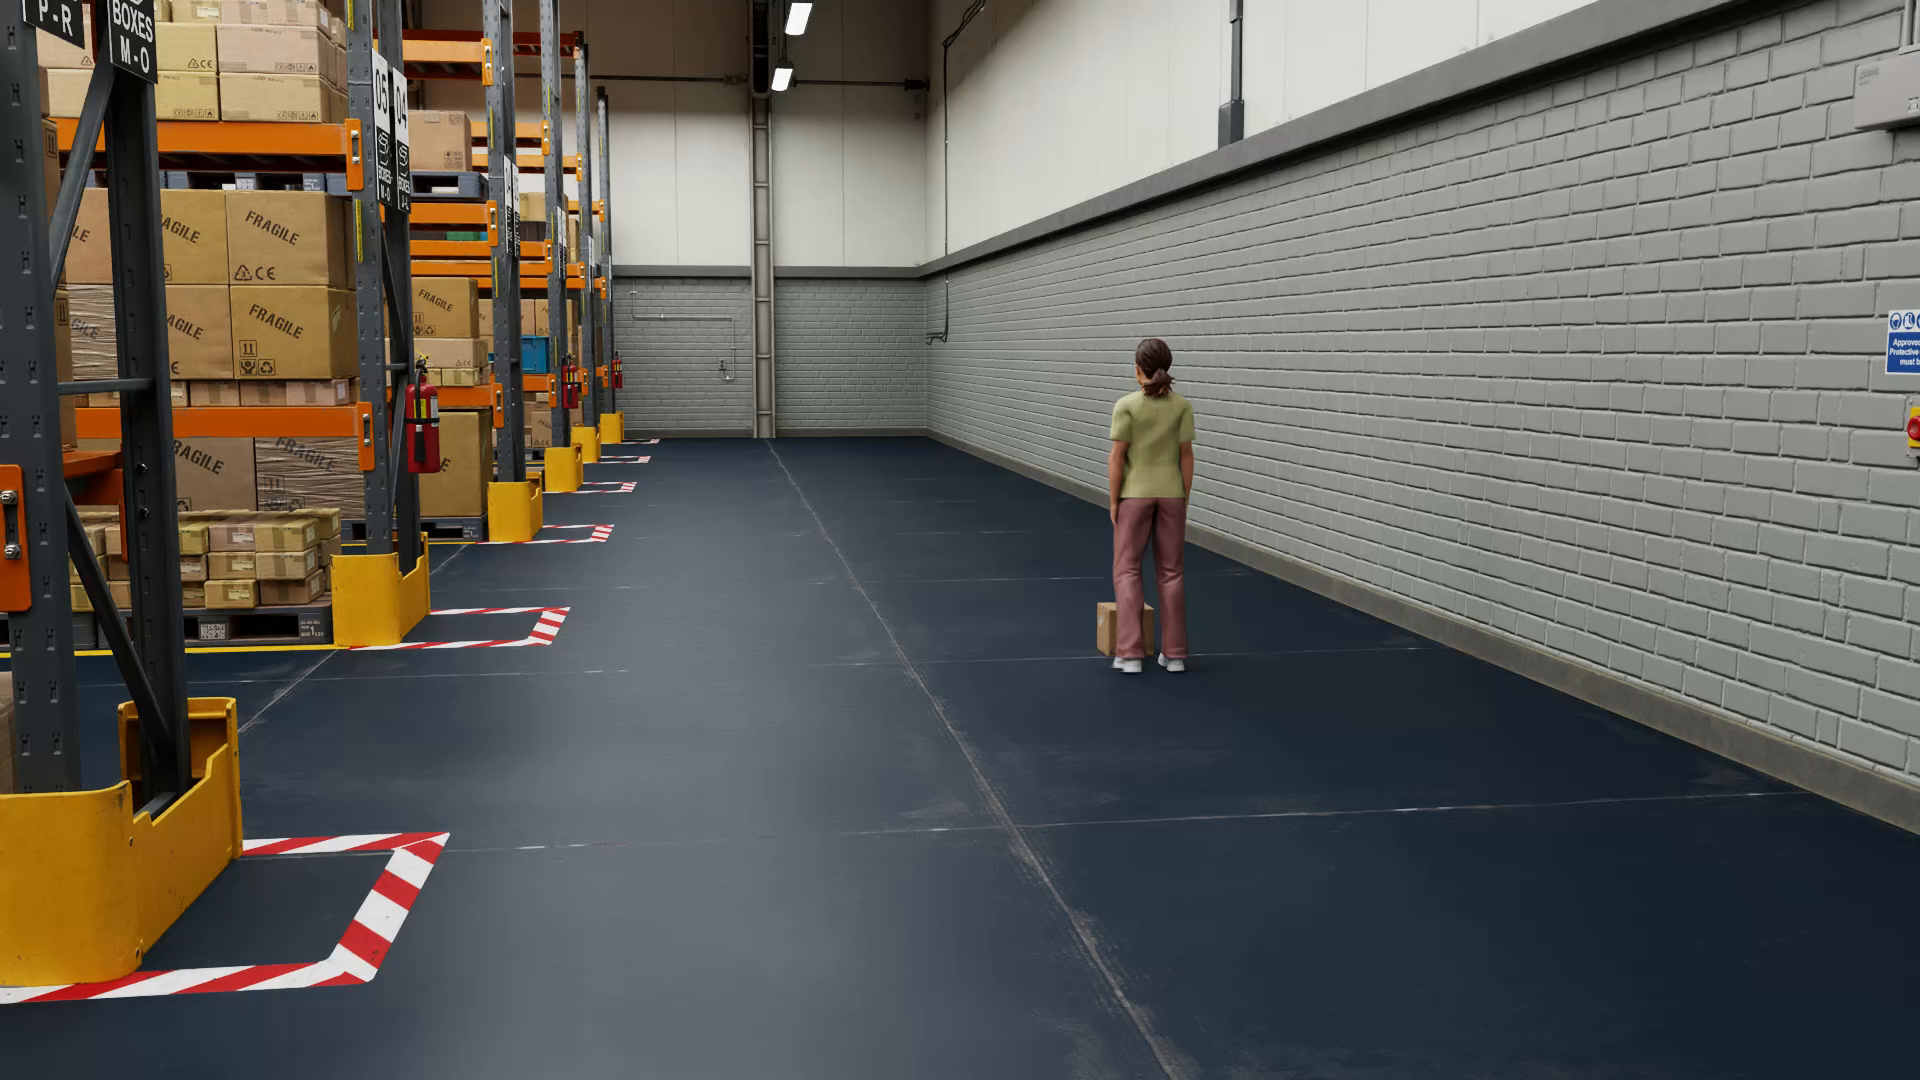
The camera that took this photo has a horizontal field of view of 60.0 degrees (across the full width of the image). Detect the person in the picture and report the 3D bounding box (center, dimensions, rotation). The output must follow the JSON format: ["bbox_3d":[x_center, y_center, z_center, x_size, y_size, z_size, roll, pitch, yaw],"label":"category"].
[{"bbox_3d":[0.952,-0.170,8.326,0.438,1.667,0.357,-1,7,-7],"label":"person"}]
